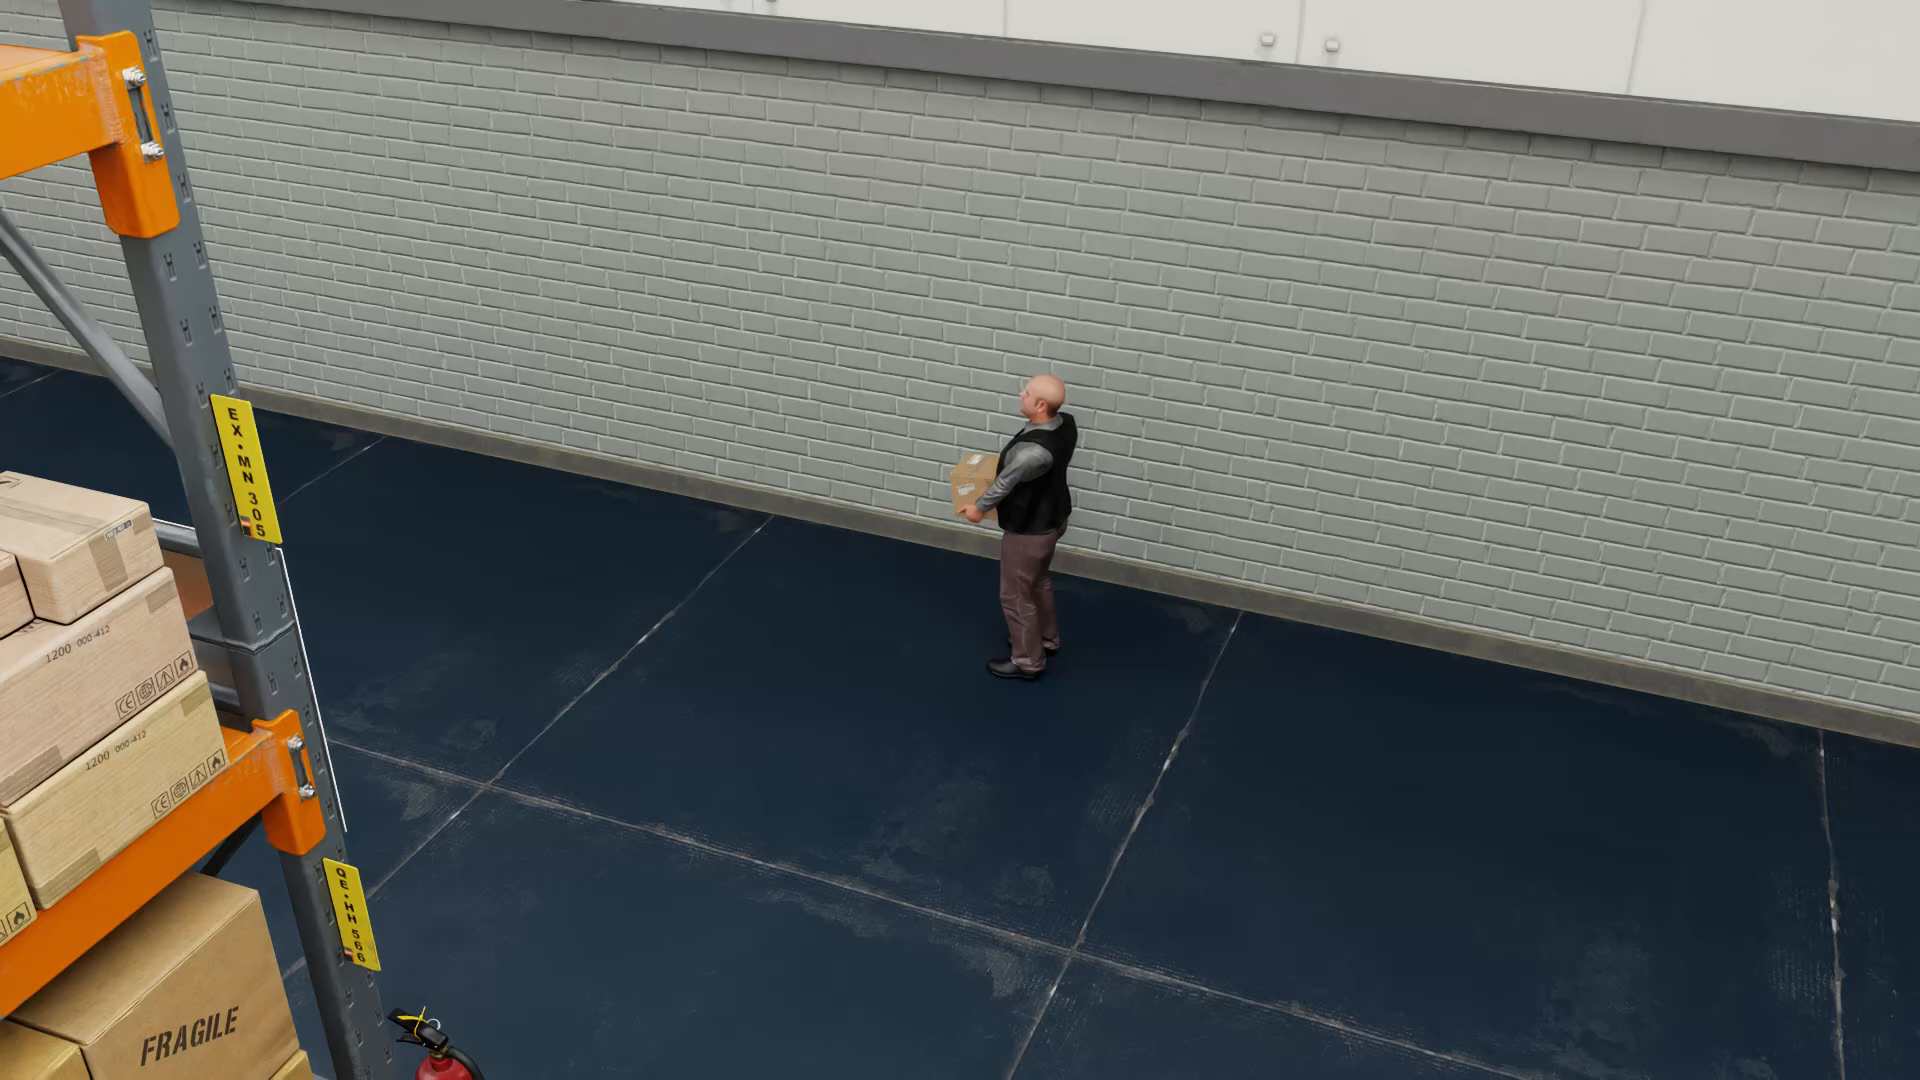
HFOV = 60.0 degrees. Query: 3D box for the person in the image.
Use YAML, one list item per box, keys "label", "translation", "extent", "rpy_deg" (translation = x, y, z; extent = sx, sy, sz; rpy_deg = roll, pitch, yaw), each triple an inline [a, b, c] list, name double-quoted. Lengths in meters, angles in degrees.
- label: "person"
  translation: [0.286, -0.089, 8.591]
  extent: [0.550, 1.711, 0.494]
  rpy_deg: [12, 32, 20]
